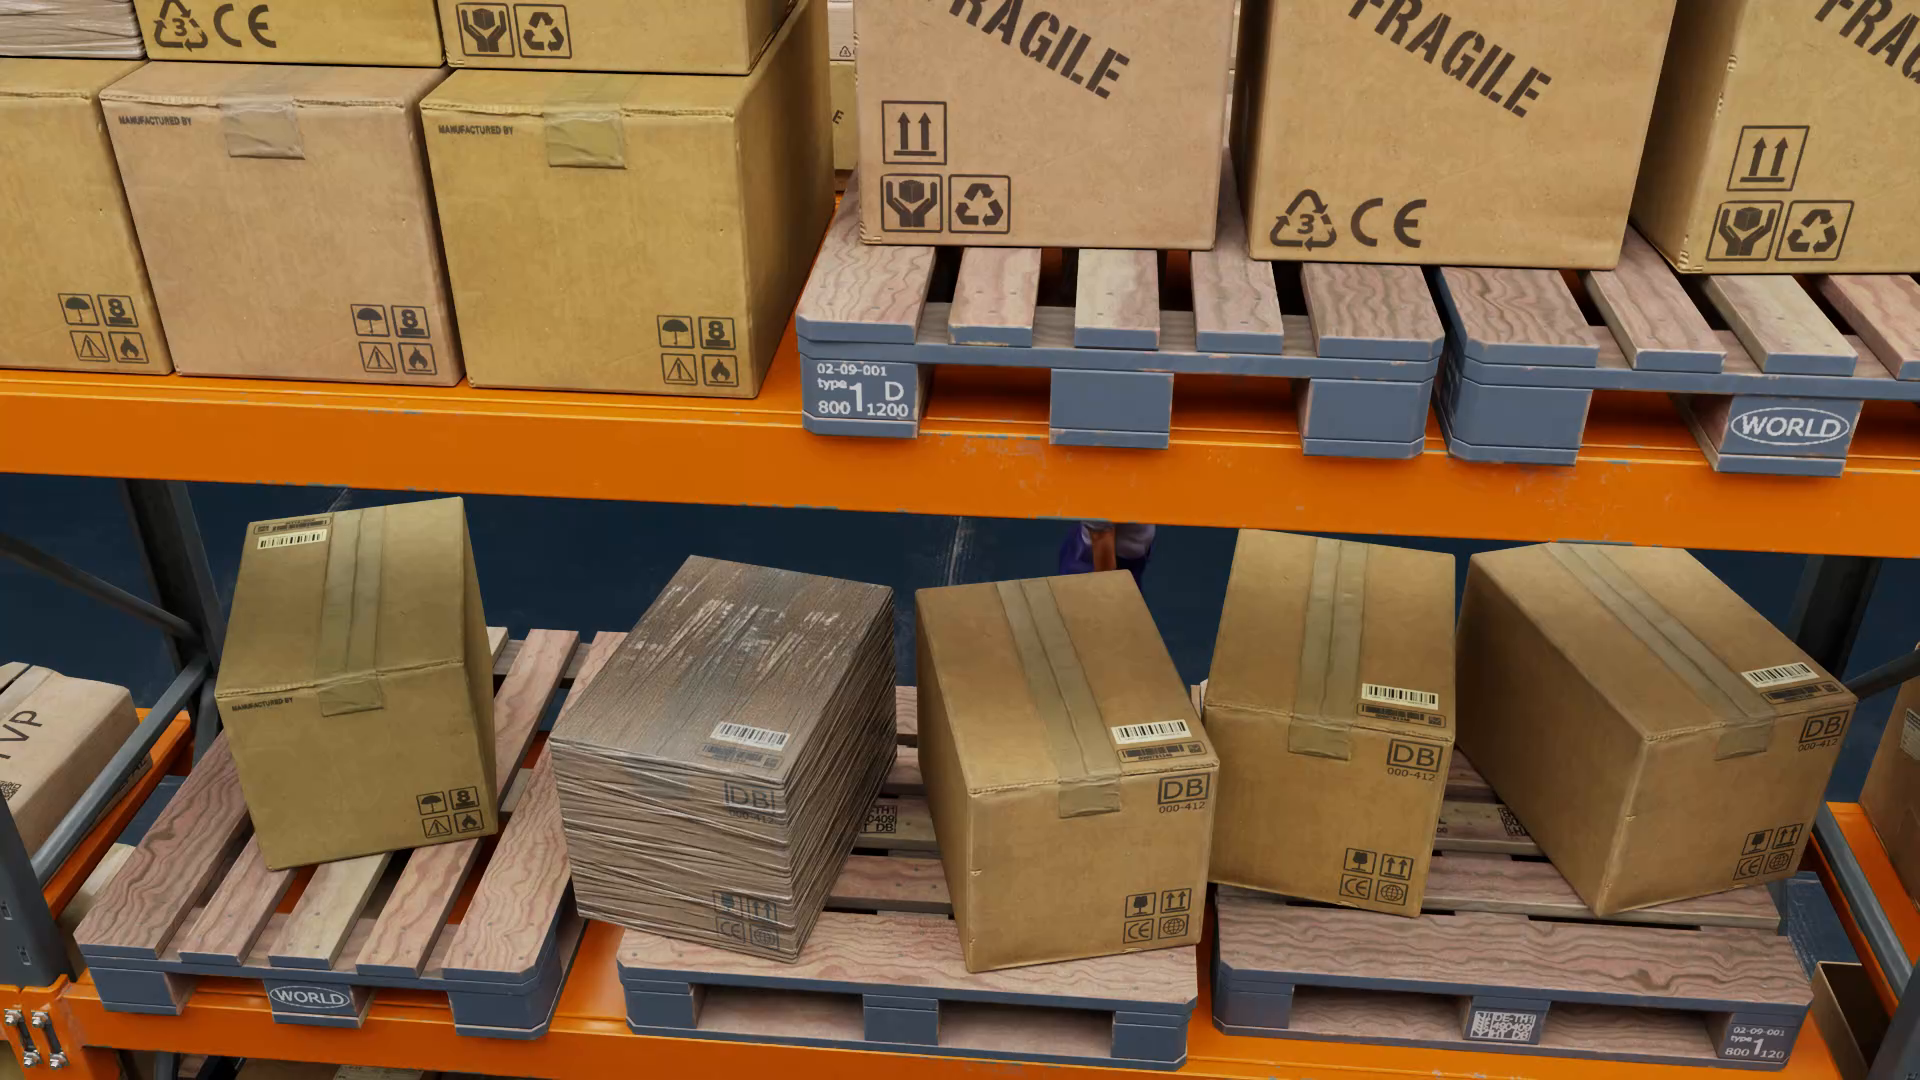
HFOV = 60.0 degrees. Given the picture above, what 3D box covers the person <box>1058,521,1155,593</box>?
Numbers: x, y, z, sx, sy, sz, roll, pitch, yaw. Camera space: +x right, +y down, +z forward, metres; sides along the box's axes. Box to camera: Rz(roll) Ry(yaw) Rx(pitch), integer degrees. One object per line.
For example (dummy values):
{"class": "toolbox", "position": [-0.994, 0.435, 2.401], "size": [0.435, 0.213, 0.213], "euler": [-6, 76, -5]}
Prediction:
{"class": "person", "position": [0.520, 0.116, 5.982], "size": [0.339, 1.637, 0.476], "euler": [3, 32, 5]}
